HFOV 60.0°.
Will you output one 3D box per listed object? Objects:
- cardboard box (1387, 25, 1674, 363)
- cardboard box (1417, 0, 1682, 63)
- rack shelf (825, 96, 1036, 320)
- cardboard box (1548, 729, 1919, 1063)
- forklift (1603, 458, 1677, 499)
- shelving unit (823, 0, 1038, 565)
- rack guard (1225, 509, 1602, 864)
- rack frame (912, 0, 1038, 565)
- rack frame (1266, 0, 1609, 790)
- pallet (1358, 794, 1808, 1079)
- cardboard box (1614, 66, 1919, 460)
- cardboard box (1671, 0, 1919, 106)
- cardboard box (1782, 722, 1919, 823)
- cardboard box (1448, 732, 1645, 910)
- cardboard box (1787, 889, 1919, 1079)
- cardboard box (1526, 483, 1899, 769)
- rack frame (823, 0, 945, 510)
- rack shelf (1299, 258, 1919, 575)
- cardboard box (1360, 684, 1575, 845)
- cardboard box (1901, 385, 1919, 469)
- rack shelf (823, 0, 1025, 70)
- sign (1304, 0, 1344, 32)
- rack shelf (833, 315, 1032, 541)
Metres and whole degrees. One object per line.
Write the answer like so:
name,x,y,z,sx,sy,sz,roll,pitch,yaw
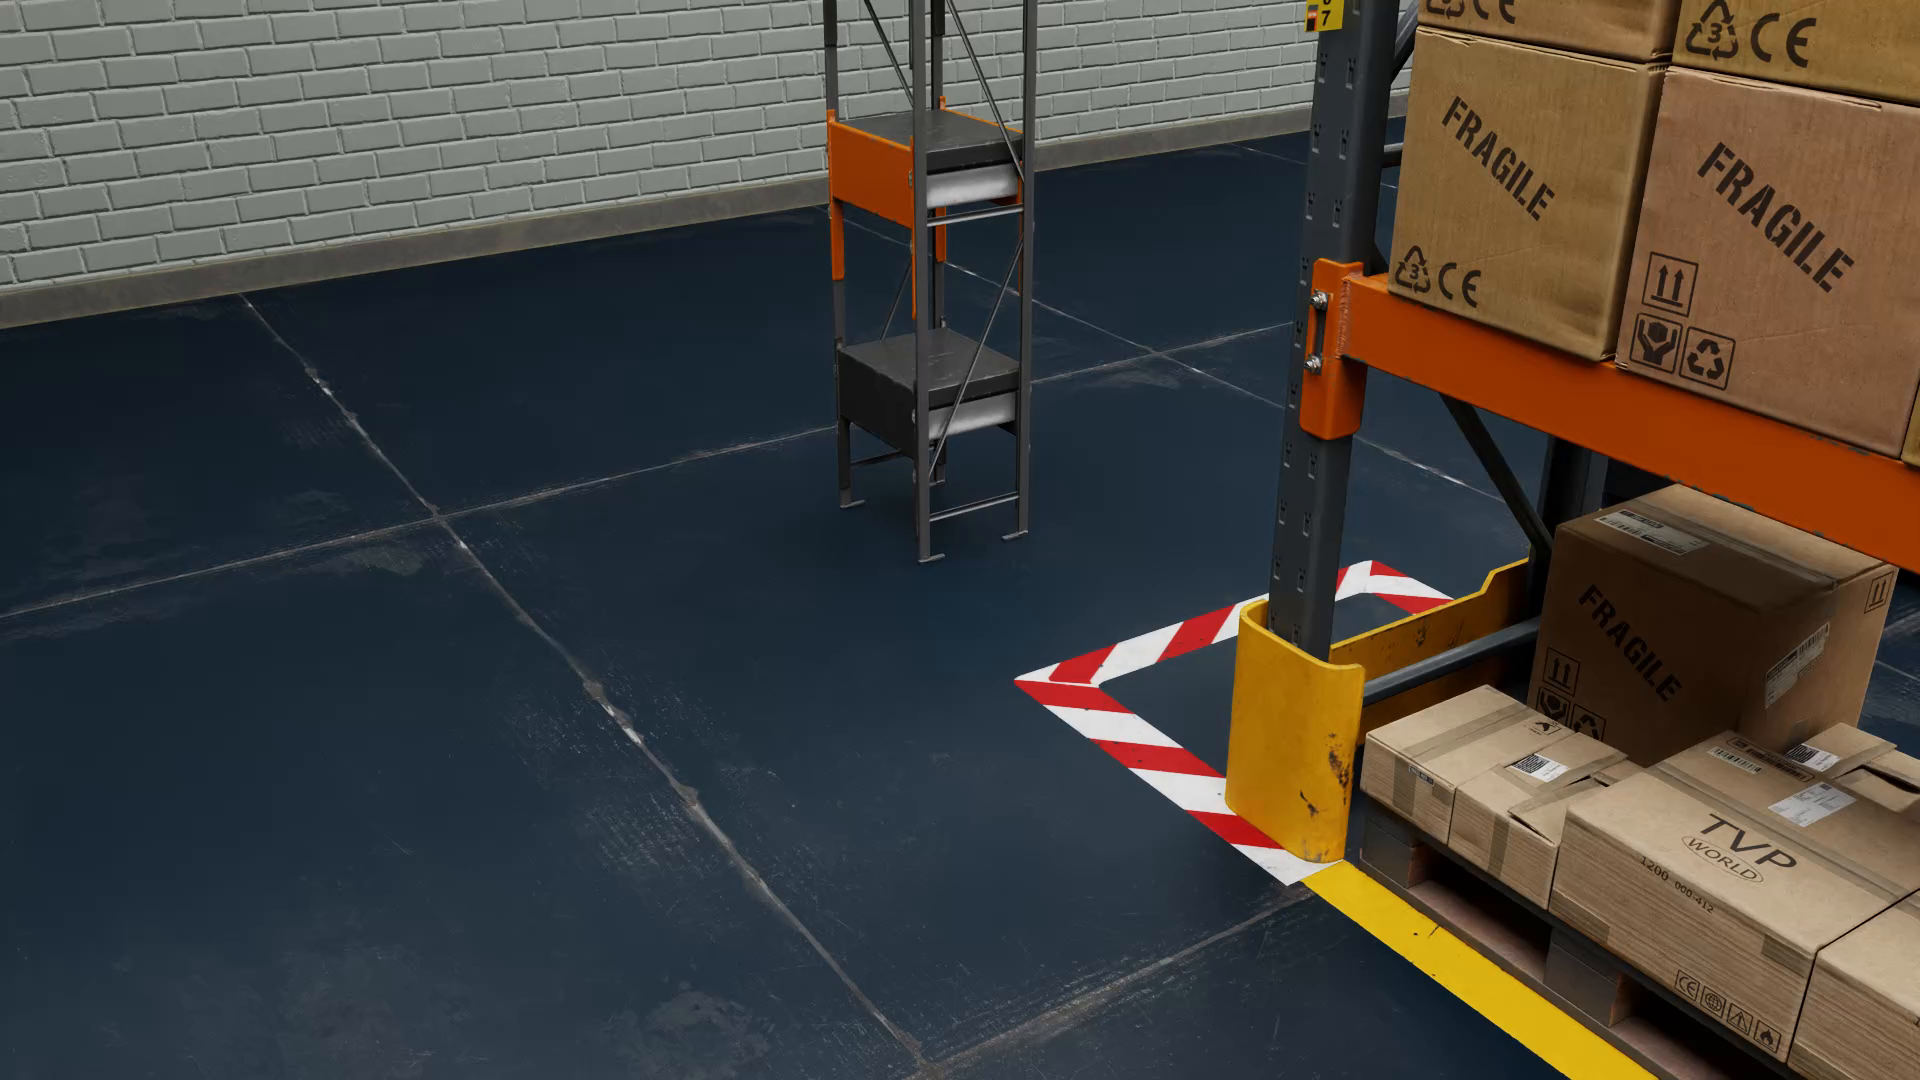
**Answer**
cardboard box,1.165,-0.672,3.042,0.500,0.500,0.500,-15,29,-29
cardboard box,1.165,-1.124,2.829,0.500,0.500,0.500,-15,29,-28
rack shelf,-0.090,-0.996,4.933,0.431,0.518,0.480,-16,29,-30
cardboard box,1.476,0.637,3.092,0.500,0.250,0.500,-16,29,-30
forklift,3.573,-1.233,4.429,3.031,2.935,1.130,17,30,32
shelving unit,-0.090,-1.009,4.927,0.431,2.100,0.503,-16,29,-30
rack guard,1.186,0.311,4.006,1.175,0.500,0.348,-16,29,-30
rack frame,0.043,-0.921,4.742,0.400,2.100,0.015,-16,29,-30
rack frame,1.144,-0.847,3.530,1.000,3.000,0.127,-16,29,-30
pallet,1.622,0.726,3.464,1.003,0.211,1.213,-16,29,-30
cardboard box,1.452,-0.489,2.654,0.500,0.500,0.500,-16,30,-30
cardboard box,1.457,-0.939,2.437,0.500,0.500,0.500,-15,29,-29
cardboard box,1.793,0.538,3.399,0.380,0.166,0.250,-16,29,-30
cardboard box,1.221,0.555,3.365,0.380,0.166,0.250,-16,29,-30
cardboard box,1.749,0.816,2.713,0.500,0.250,0.500,-16,29,-30
cardboard box,1.647,0.222,3.679,0.500,0.500,0.500,-16,29,-30
rack frame,-0.224,-1.096,5.112,0.400,2.100,0.015,-16,29,-30
rack shelf,2.236,0.194,2.168,1.077,0.370,4.000,-16,29,-30
cardboard box,1.085,0.473,3.558,0.380,0.149,0.250,-16,29,-30
cardboard box,1.723,-0.308,2.272,0.500,0.500,0.500,-16,29,-30
rack shelf,-0.090,-1.629,4.634,0.431,0.518,0.480,-16,29,-30
sign,0.690,-1.112,3.077,0.100,0.325,0.005,-16,29,-30
rack shelf,-0.090,-0.363,5.232,0.431,0.518,0.480,-16,29,-30
